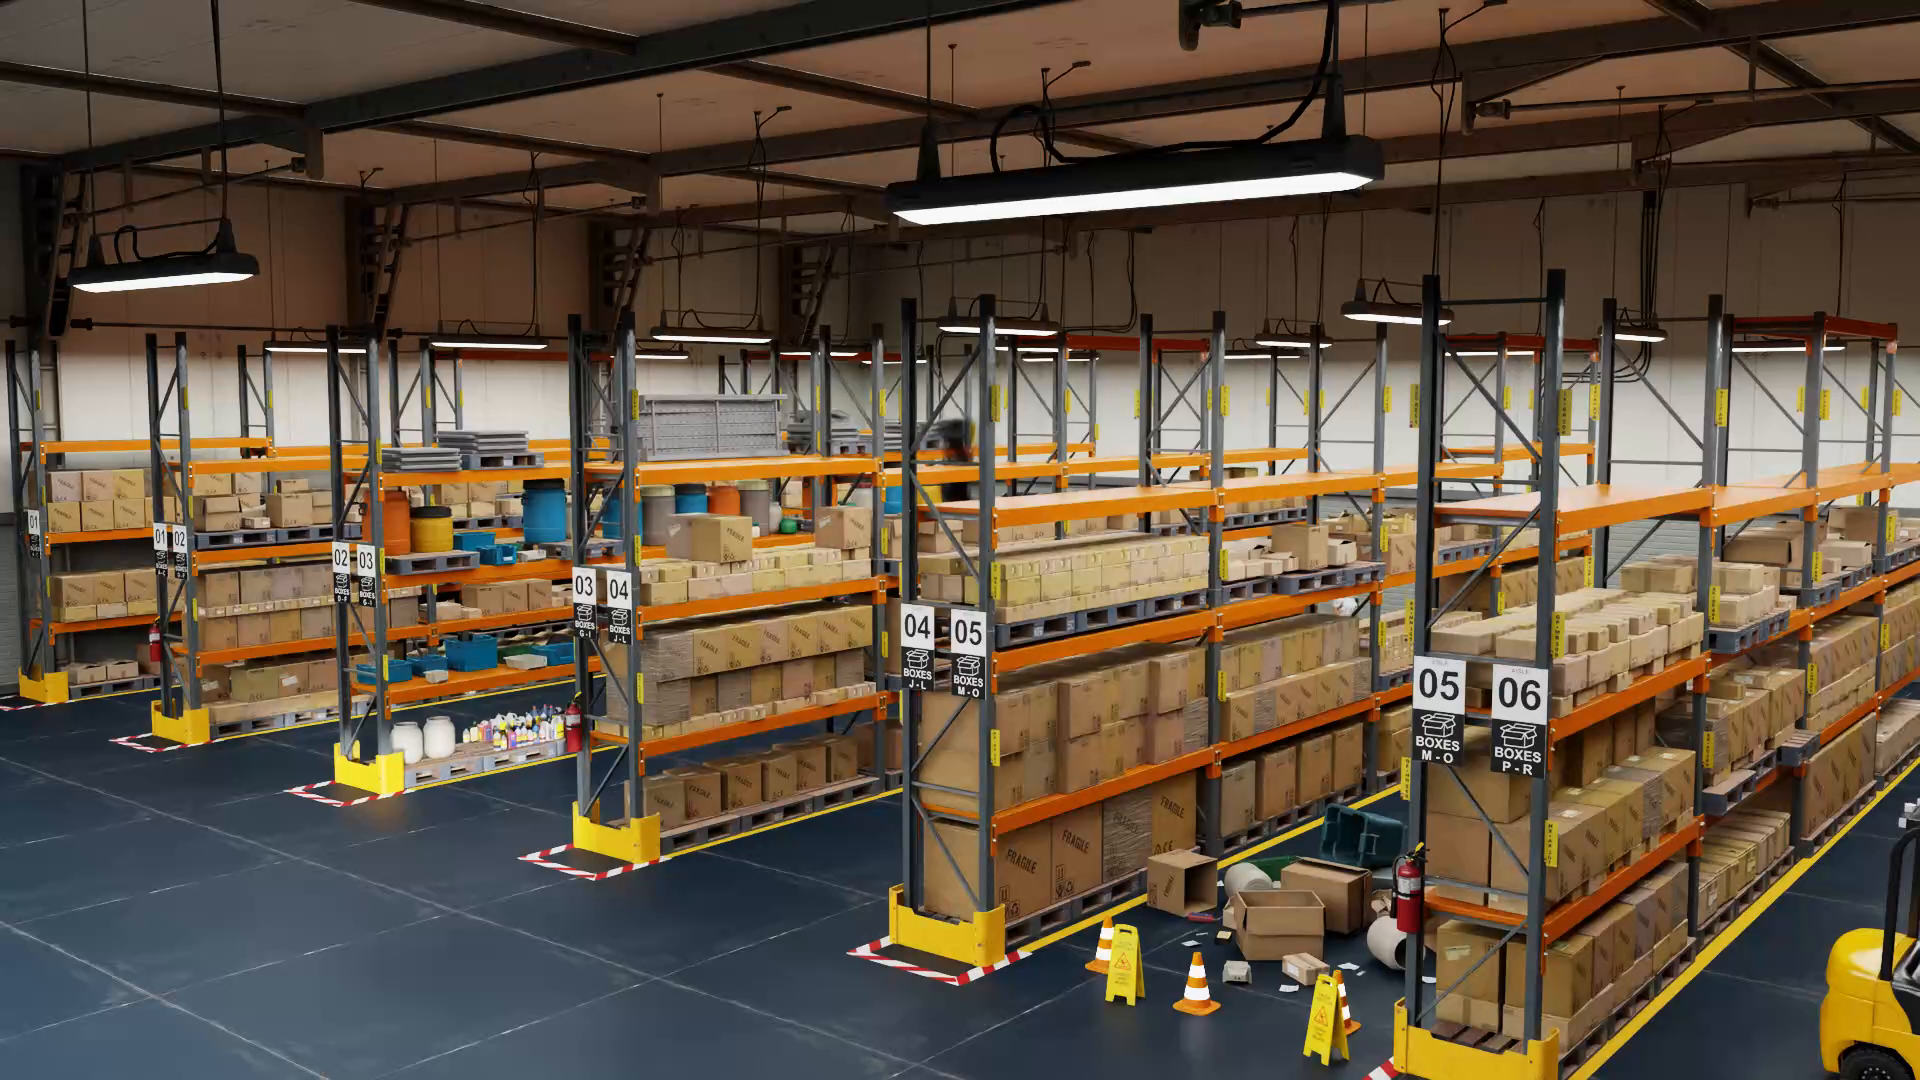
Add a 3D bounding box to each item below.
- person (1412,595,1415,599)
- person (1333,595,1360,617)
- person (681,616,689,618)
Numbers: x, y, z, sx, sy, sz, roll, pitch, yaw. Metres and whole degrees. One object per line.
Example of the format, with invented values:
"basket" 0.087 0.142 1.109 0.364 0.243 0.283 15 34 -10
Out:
"person" 7.664 1.787 27.842 0.714 1.792 0.678 -5 7 -42
"person" 7.278 1.543 31.329 0.645 1.587 0.825 -1 5 -11
"person" -4.728 1.682 30.132 0.599 1.631 0.960 2 5 18
